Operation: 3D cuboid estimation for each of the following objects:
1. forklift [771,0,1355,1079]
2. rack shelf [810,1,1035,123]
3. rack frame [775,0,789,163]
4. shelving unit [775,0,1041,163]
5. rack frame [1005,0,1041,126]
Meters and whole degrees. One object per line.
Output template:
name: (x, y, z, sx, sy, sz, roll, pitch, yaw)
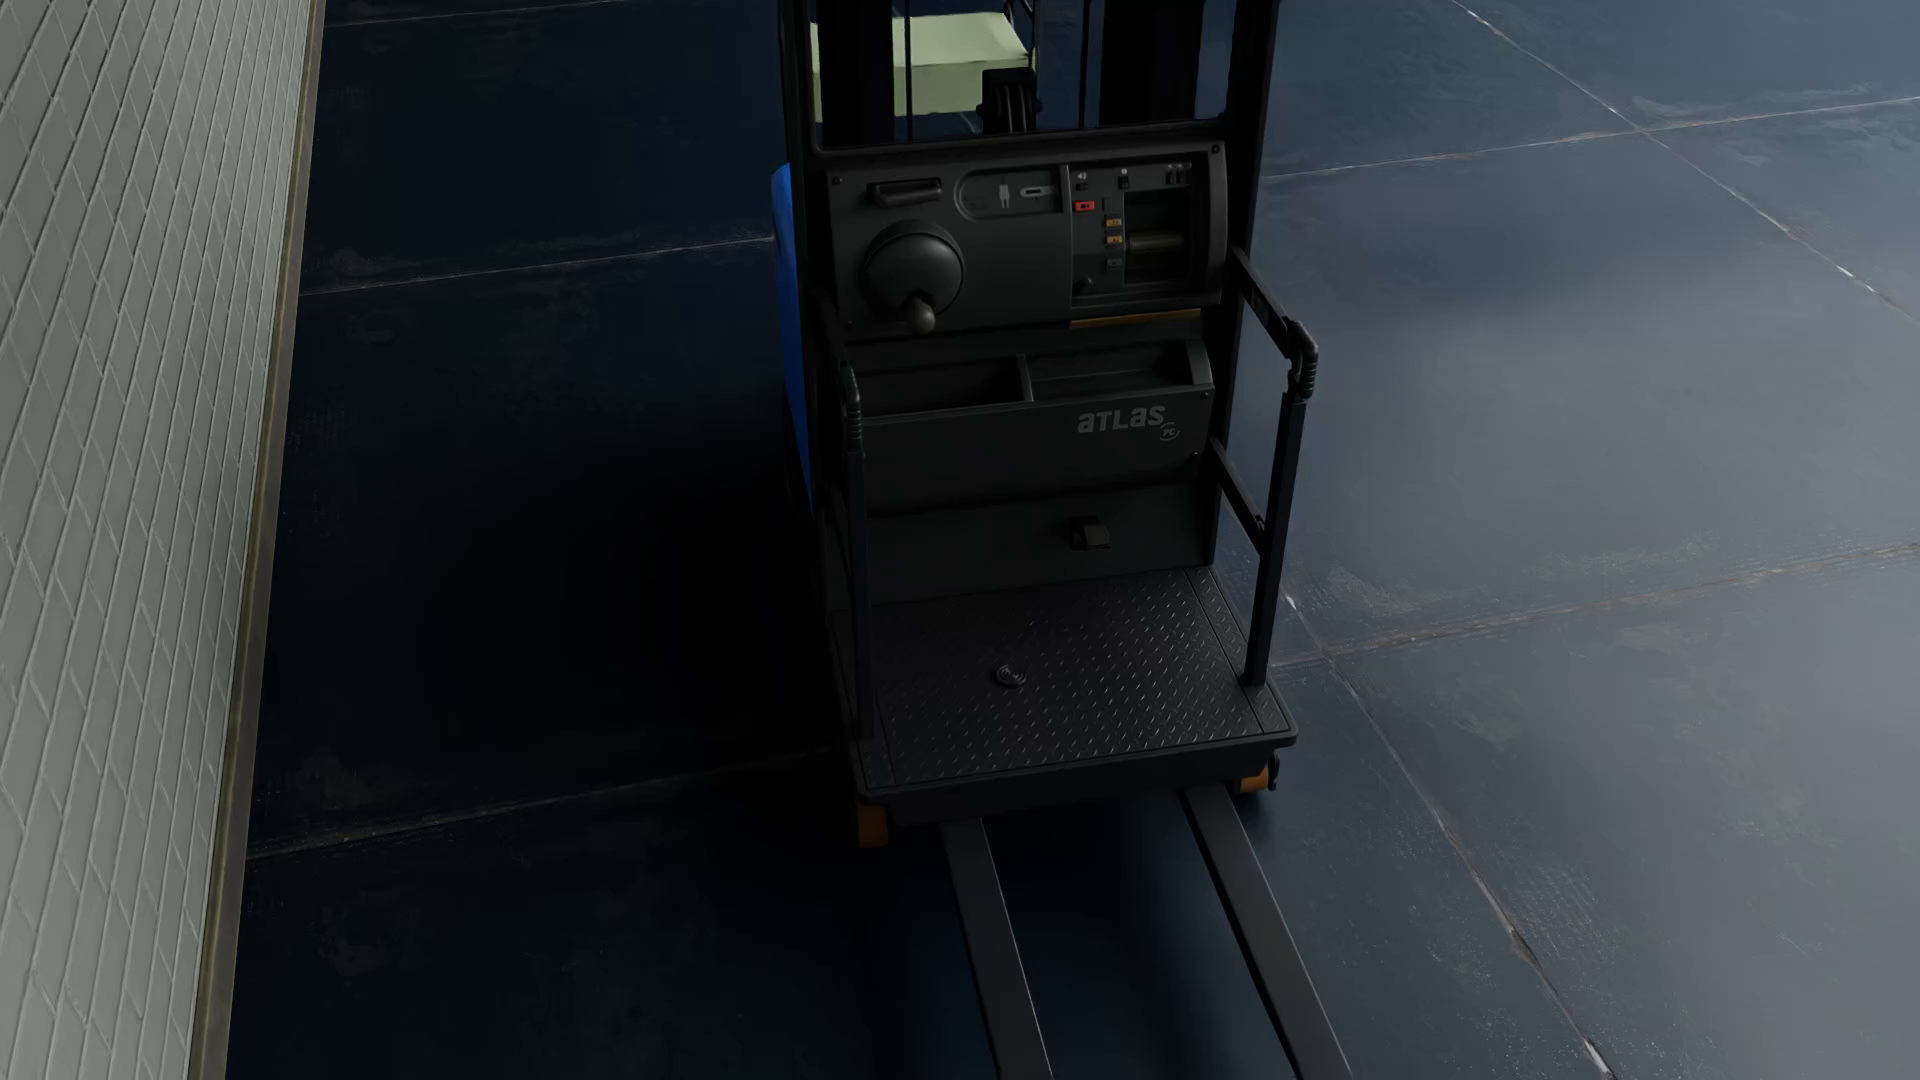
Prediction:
forklift: (0.206, -0.628, 3.659, 1.130, 2.935, 3.031, -7, 38, -9)
rack shelf: (-0.166, -1.416, 5.224, 0.720, 0.370, 0.431, -7, 38, -9)
rack frame: (-0.526, -1.063, 5.405, 0.023, 1.500, 0.400, -7, 38, -9)
shelving unit: (-0.166, -1.106, 5.461, 0.755, 1.500, 0.431, -7, 38, -9)
rack frame: (0.193, -1.148, 5.516, 0.023, 1.500, 0.400, -7, 38, -9)
